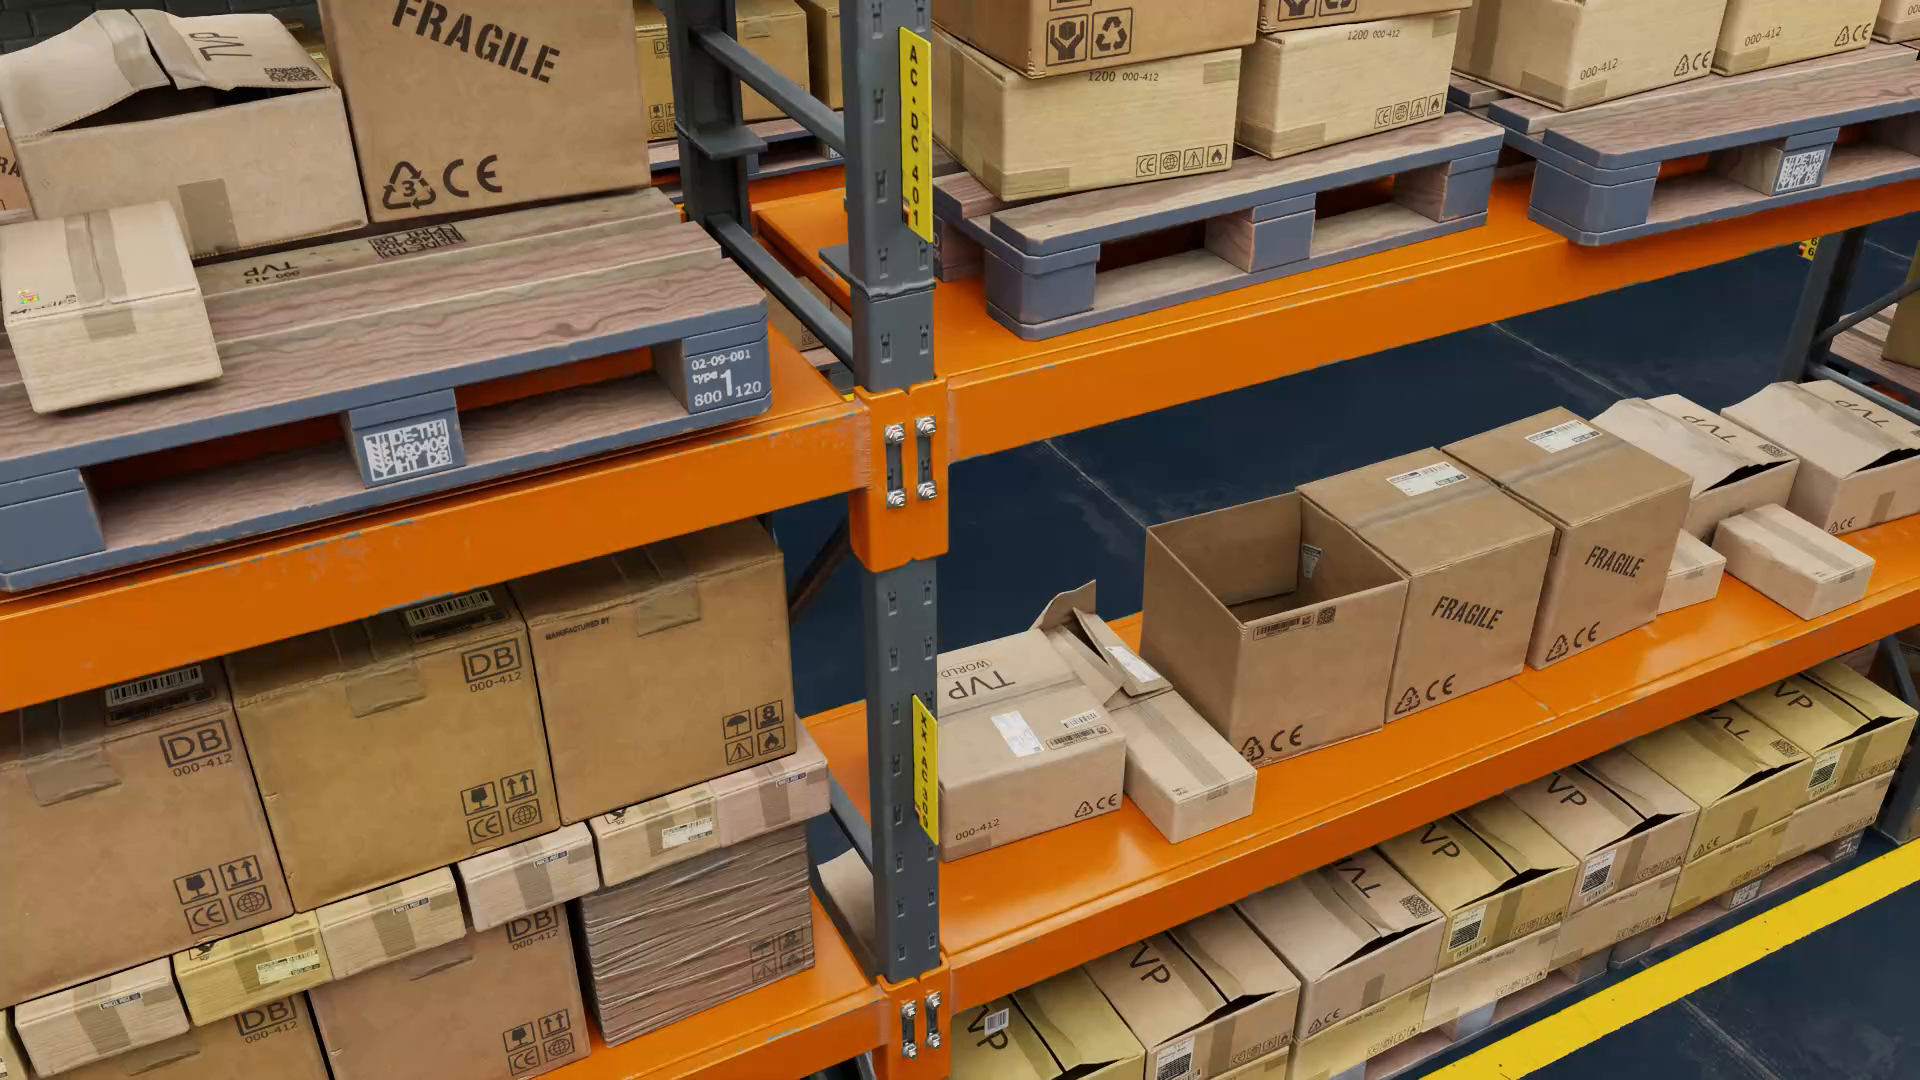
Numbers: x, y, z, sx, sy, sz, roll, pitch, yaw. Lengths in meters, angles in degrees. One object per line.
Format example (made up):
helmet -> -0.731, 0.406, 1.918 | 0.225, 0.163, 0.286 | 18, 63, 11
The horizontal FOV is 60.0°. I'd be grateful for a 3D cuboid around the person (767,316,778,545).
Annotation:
person -> -0.992, -0.397, 6.737 | 0.628, 1.761, 0.458 | -15, 36, -22
